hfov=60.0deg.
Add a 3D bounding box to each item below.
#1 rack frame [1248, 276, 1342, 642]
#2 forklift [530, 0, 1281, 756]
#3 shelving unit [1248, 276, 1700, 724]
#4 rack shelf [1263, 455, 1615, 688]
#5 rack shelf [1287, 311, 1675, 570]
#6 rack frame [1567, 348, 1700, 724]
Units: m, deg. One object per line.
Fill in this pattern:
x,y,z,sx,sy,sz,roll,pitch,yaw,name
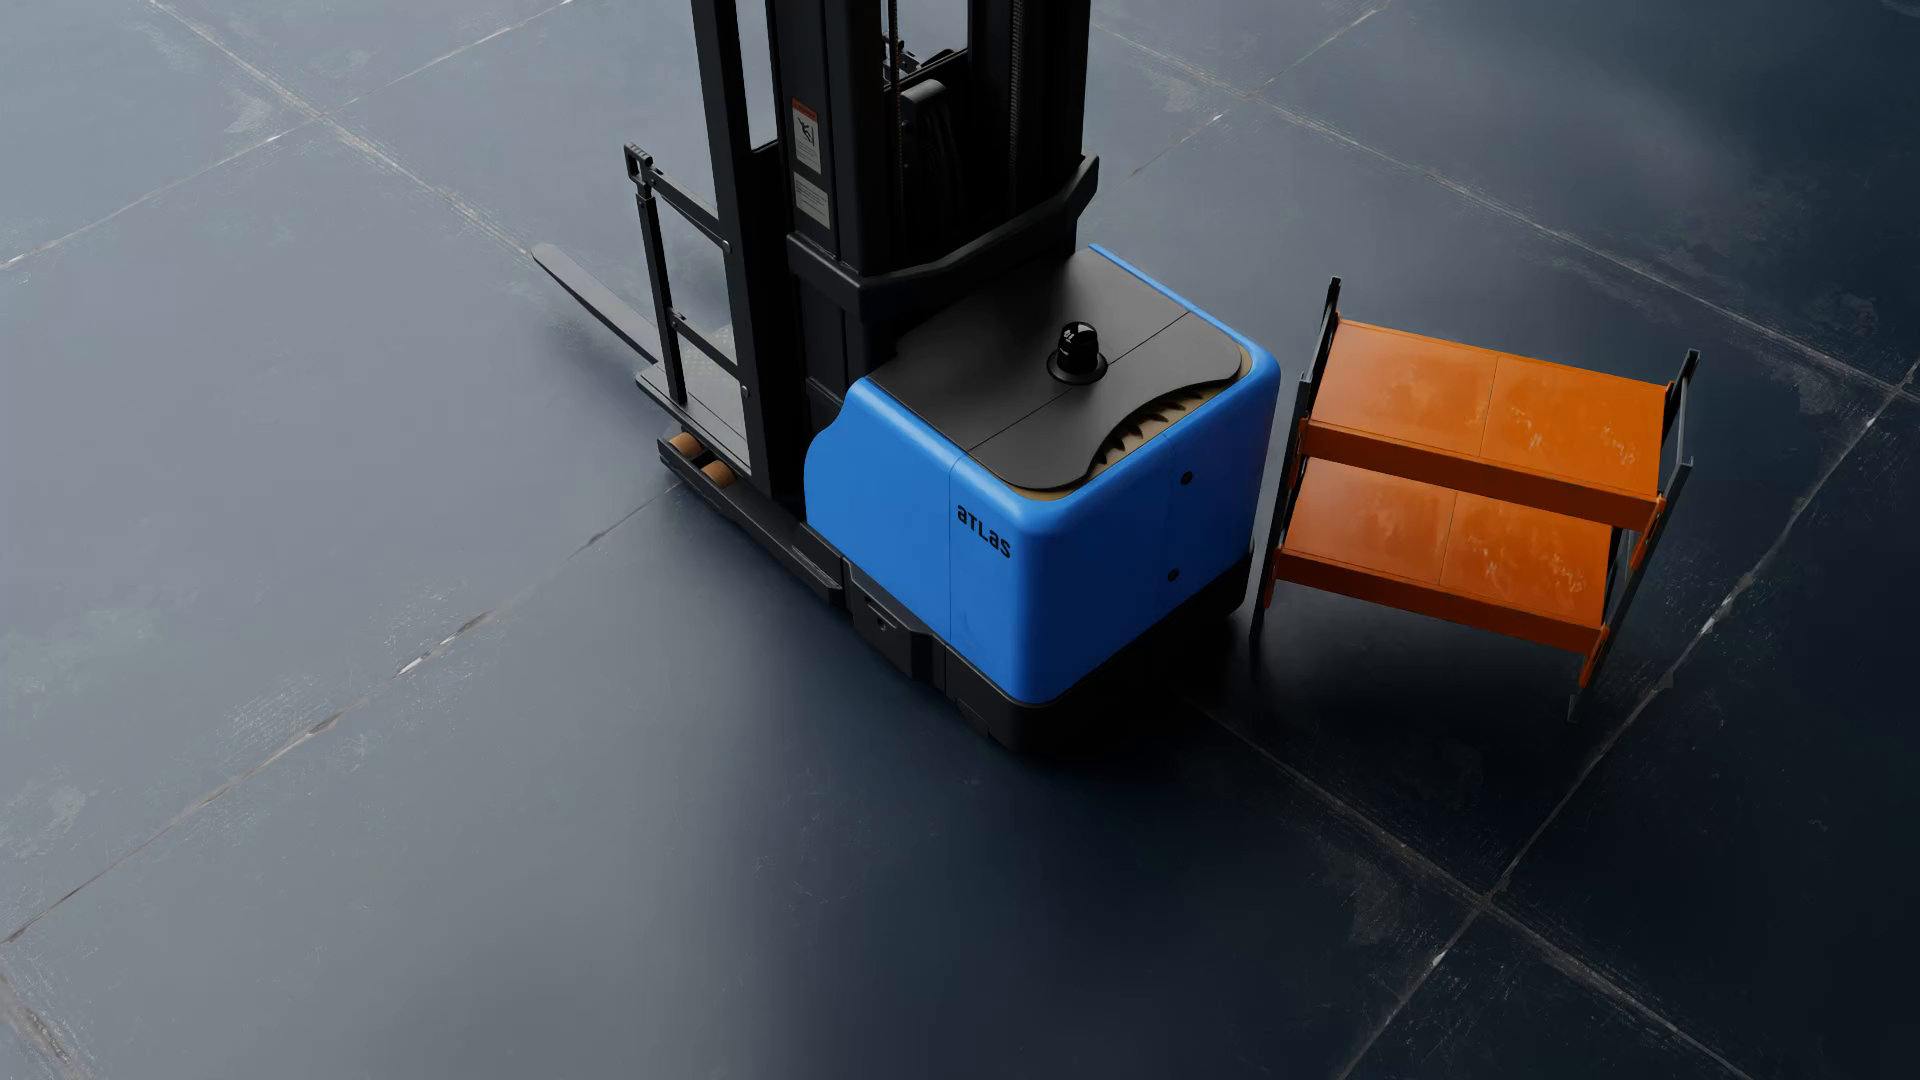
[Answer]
1.040,-0.226,5.191,0.032,1.125,0.500,14,48,13,rack frame
-0.421,-1.340,4.998,1.130,2.935,3.031,-34,55,-27,forklift
1.520,-0.105,5.077,1.048,1.125,0.538,14,48,13,shelving unit
1.520,0.062,5.255,1.000,0.278,0.538,14,48,13,rack shelf
1.520,-0.305,4.864,1.000,0.278,0.538,14,48,13,rack shelf
2.001,0.016,4.963,0.032,1.125,0.500,14,48,13,rack frame
